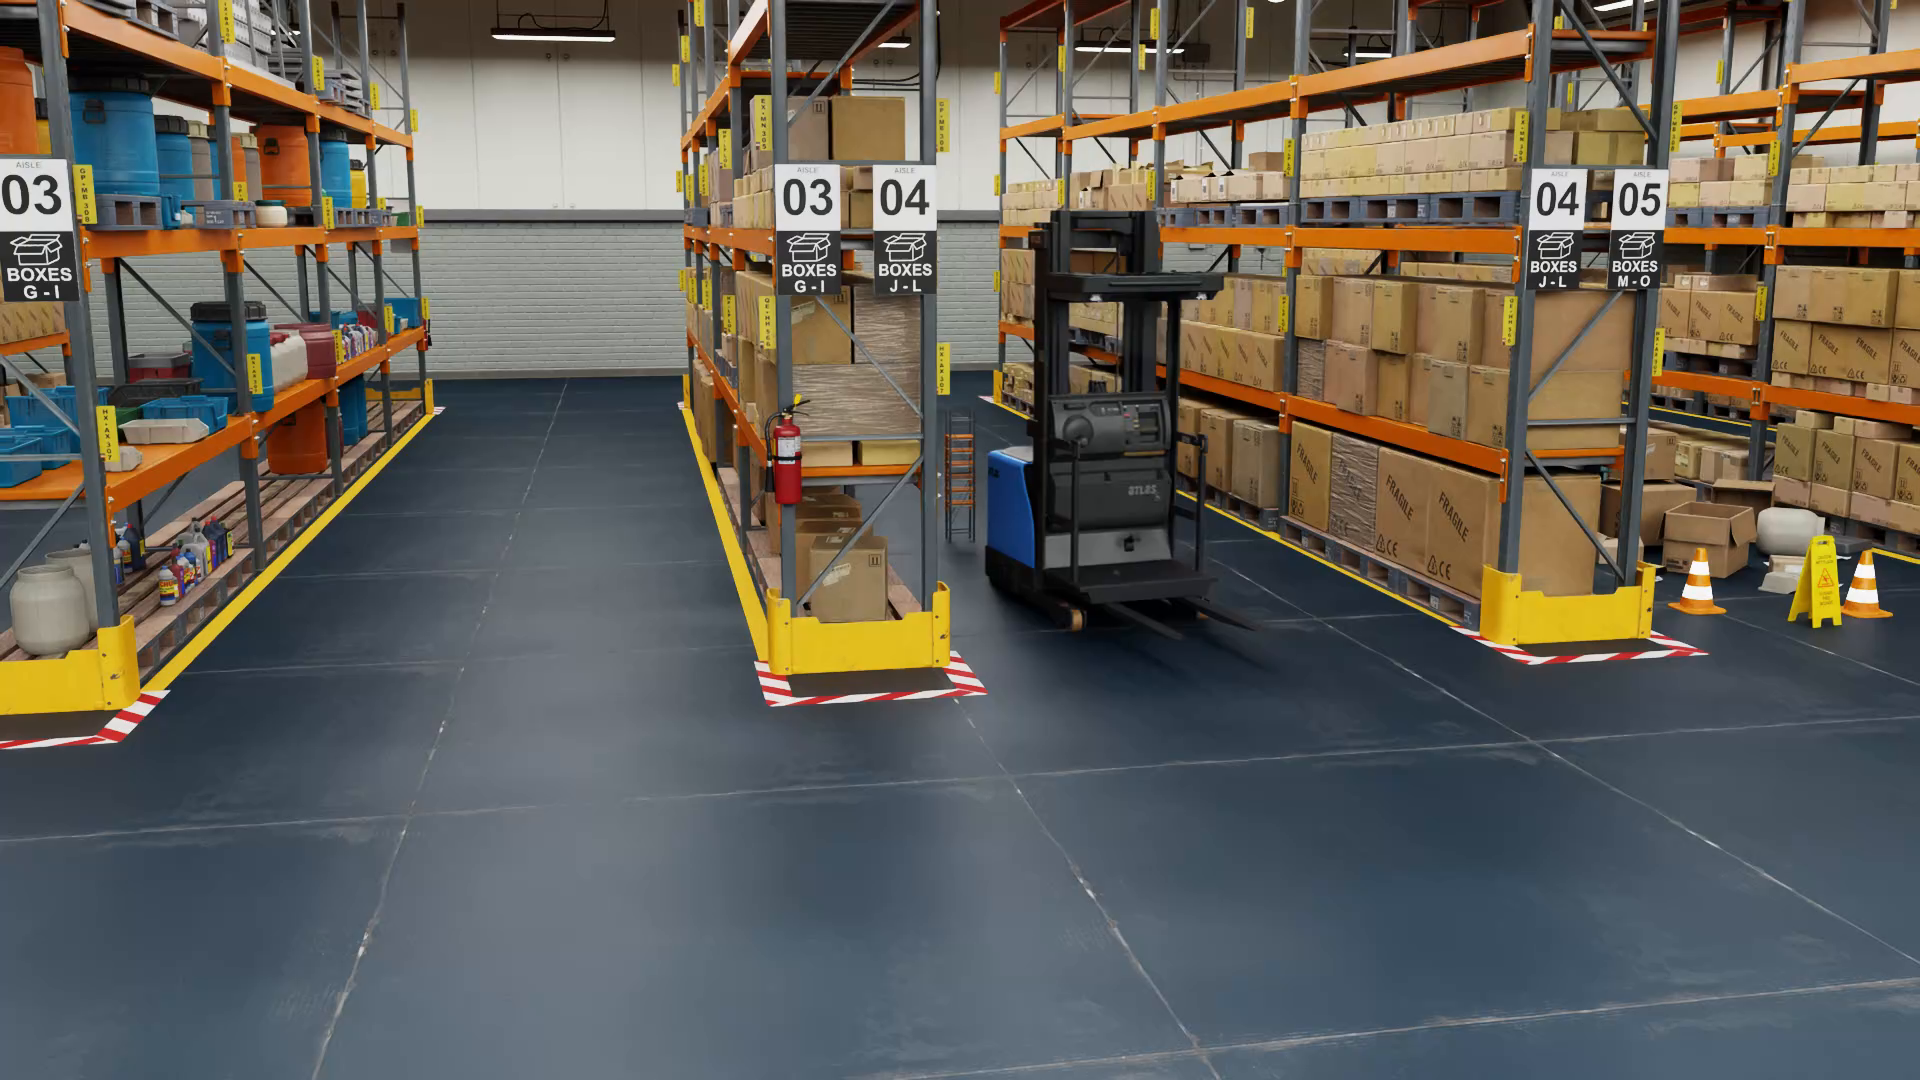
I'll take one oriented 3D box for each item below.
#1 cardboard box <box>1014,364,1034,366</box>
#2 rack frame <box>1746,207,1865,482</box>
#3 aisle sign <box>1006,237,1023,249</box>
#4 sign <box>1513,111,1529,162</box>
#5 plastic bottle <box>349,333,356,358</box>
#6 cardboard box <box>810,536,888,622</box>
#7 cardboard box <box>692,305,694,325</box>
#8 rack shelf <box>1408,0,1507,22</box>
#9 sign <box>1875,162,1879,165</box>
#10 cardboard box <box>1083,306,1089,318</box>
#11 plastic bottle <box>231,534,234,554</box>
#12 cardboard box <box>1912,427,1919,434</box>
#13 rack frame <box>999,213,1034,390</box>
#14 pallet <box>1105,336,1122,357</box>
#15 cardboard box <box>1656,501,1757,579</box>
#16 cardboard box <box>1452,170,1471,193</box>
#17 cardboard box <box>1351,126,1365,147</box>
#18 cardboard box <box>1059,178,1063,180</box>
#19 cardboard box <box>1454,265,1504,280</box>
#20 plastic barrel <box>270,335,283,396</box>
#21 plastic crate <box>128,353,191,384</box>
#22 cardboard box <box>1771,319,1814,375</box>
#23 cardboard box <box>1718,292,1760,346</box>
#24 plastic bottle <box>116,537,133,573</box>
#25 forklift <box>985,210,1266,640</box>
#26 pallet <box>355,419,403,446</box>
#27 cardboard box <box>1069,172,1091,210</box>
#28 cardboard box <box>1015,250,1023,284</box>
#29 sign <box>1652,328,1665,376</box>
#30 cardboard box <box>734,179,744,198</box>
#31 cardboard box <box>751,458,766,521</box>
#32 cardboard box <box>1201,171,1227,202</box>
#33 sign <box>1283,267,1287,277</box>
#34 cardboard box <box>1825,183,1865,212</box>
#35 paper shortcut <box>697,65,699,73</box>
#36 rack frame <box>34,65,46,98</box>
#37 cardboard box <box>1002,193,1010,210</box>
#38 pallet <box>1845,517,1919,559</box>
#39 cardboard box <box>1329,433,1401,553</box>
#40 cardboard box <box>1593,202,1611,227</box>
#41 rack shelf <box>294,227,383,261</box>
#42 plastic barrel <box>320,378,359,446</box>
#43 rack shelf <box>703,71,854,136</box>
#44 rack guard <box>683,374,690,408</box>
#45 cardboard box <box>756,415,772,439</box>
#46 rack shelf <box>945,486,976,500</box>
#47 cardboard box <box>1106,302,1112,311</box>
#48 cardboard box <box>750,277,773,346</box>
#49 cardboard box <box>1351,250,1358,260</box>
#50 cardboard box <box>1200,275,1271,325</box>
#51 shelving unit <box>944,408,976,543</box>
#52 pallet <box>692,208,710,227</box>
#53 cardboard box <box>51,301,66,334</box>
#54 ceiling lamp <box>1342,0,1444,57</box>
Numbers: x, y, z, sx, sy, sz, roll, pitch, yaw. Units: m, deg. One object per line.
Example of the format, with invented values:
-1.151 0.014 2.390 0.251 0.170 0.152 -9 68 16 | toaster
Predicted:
1.066 -2.684 26.186 0.380 0.149 0.250 -2 11 -10 | cardboard box
8.296 -1.738 16.307 1.000 3.000 0.127 -2 11 -11 | rack frame
0.818 -5.020 26.597 0.394 0.787 0.004 -2 11 -11 | aisle sign
3.703 -2.659 10.963 0.100 0.325 0.005 -2 11 -11 | sign
-7.115 -2.280 19.464 0.061 0.283 0.133 -2 11 -11 | plastic bottle
-0.752 0.262 11.359 0.500 0.500 0.500 0 11 0 | cardboard box
-3.527 -3.177 23.474 0.500 0.250 0.500 -2 11 -10 | cardboard box
7.129 -7.065 21.284 1.077 0.370 4.000 -2 11 -11 | rack shelf
8.827 -3.487 16.089 0.100 0.325 0.005 -2 11 -11 | sign
1.790 -2.907 21.198 0.380 0.149 0.250 -2 11 -12 | cardboard box
-5.907 0.016 13.398 0.097 0.201 0.097 0 11 0 | plastic bottle
8.775 -0.770 15.446 0.500 0.500 0.500 -2 11 -10 | cardboard box
1.126 -3.741 26.827 1.000 3.000 0.127 -2 11 -11 | rack frame
2.439 -2.306 19.803 1.213 0.211 1.003 -2 11 -11 | pallet
6.249 -0.008 13.895 0.637 0.503 0.797 9 14 38 | cardboard box
3.742 -2.554 11.850 0.380 0.149 0.250 -2 11 -10 | cardboard box
3.398 -3.271 13.486 0.380 0.149 0.250 -2 11 -10 | cardboard box
1.575 -4.896 22.871 0.380 0.149 0.250 -3 11 -14 | cardboard box
6.872 -3.376 21.969 0.500 0.500 0.500 -2 11 -12 | cardboard box
-6.397 -1.583 15.125 0.433 0.535 0.433 0 11 0 | plastic barrel
-6.678 -1.307 13.869 0.402 0.464 0.583 -2 11 -11 | plastic crate
8.108 -1.843 15.793 0.500 0.500 0.500 -2 11 -11 | cardboard box
7.981 -2.216 16.632 0.500 0.500 0.500 -2 11 -12 | cardboard box
-6.387 0.112 12.708 0.097 0.271 0.097 0 11 0 | plastic bottle
1.180 -0.875 11.953 1.130 2.935 3.031 -4 11 -19 | forklift
-8.020 -1.429 22.138 1.003 0.211 1.213 -2 11 -11 | pallet
1.870 -4.662 22.258 0.700 0.500 0.500 -2 11 -11 | cardboard box
1.137 -4.147 25.223 0.500 0.500 0.500 -2 11 -12 | cardboard box
4.784 -1.289 11.421 0.100 0.325 0.005 -2 11 -11 | sign
-1.664 -2.903 13.738 0.380 0.149 0.250 -2 11 -13 | cardboard box
-1.523 -0.479 15.202 0.700 0.500 0.500 -3 11 -15 | cardboard box
2.804 -3.632 17.081 0.500 0.311 0.500 -2 11 -12 | cardboard box
5.416 -4.384 27.682 0.100 0.325 0.005 -2 11 -11 | sign
8.222 -3.099 15.041 0.500 0.250 0.500 -2 11 -11 | cardboard box
-2.975 -5.350 18.866 0.009 0.170 0.078 9 -22 -13 | paper shortcut
-13.477 -6.166 23.527 1.000 3.000 0.127 -2 11 -11 | rack frame
0.959 -5.294 26.032 0.500 0.250 0.500 -2 11 -10 | cardboard box
8.702 -0.022 14.749 1.003 0.211 1.213 -2 11 -11 | pallet
3.693 -0.419 13.936 0.875 0.875 0.875 -2 11 -11 | cardboard box
7.692 -3.820 18.956 0.700 0.500 0.500 -2 11 -11 | cardboard box
-7.450 -3.418 19.036 1.077 0.370 4.000 -2 11 -11 | rack shelf
-7.612 -1.610 20.123 0.600 0.901 0.708 -2 11 -11 | plastic barrel
-1.814 -4.142 15.885 1.077 0.370 4.000 -2 11 -11 | rack shelf
-3.763 -2.355 26.234 1.175 0.500 0.348 -2 11 -11 | rack guard
-1.300 -0.837 12.243 0.380 0.149 0.250 -2 11 -11 | cardboard box
0.003 -0.425 15.101 0.258 0.103 0.180 -2 11 -11 | rack shelf
1.984 -2.865 20.183 0.380 0.149 0.250 -2 11 -9 | cardboard box
-1.283 -1.698 12.358 0.500 0.500 0.500 -2 11 -11 | cardboard box
6.181 -4.346 25.332 0.380 0.149 0.250 -2 11 -12 | cardboard box
2.961 -2.544 17.600 0.700 0.500 0.500 -2 11 -12 | cardboard box
0.003 -0.587 15.070 0.258 1.200 0.189 -2 11 -11 | shelving unit
-2.380 -3.608 18.616 1.213 0.211 1.003 -2 11 -8 | pallet
-13.123 -3.196 23.699 0.500 0.500 0.500 -2 11 -9 | cardboard box
8.025 -10.342 29.854 2.000 3.185 0.800 -2 11 -11 | ceiling lamp
